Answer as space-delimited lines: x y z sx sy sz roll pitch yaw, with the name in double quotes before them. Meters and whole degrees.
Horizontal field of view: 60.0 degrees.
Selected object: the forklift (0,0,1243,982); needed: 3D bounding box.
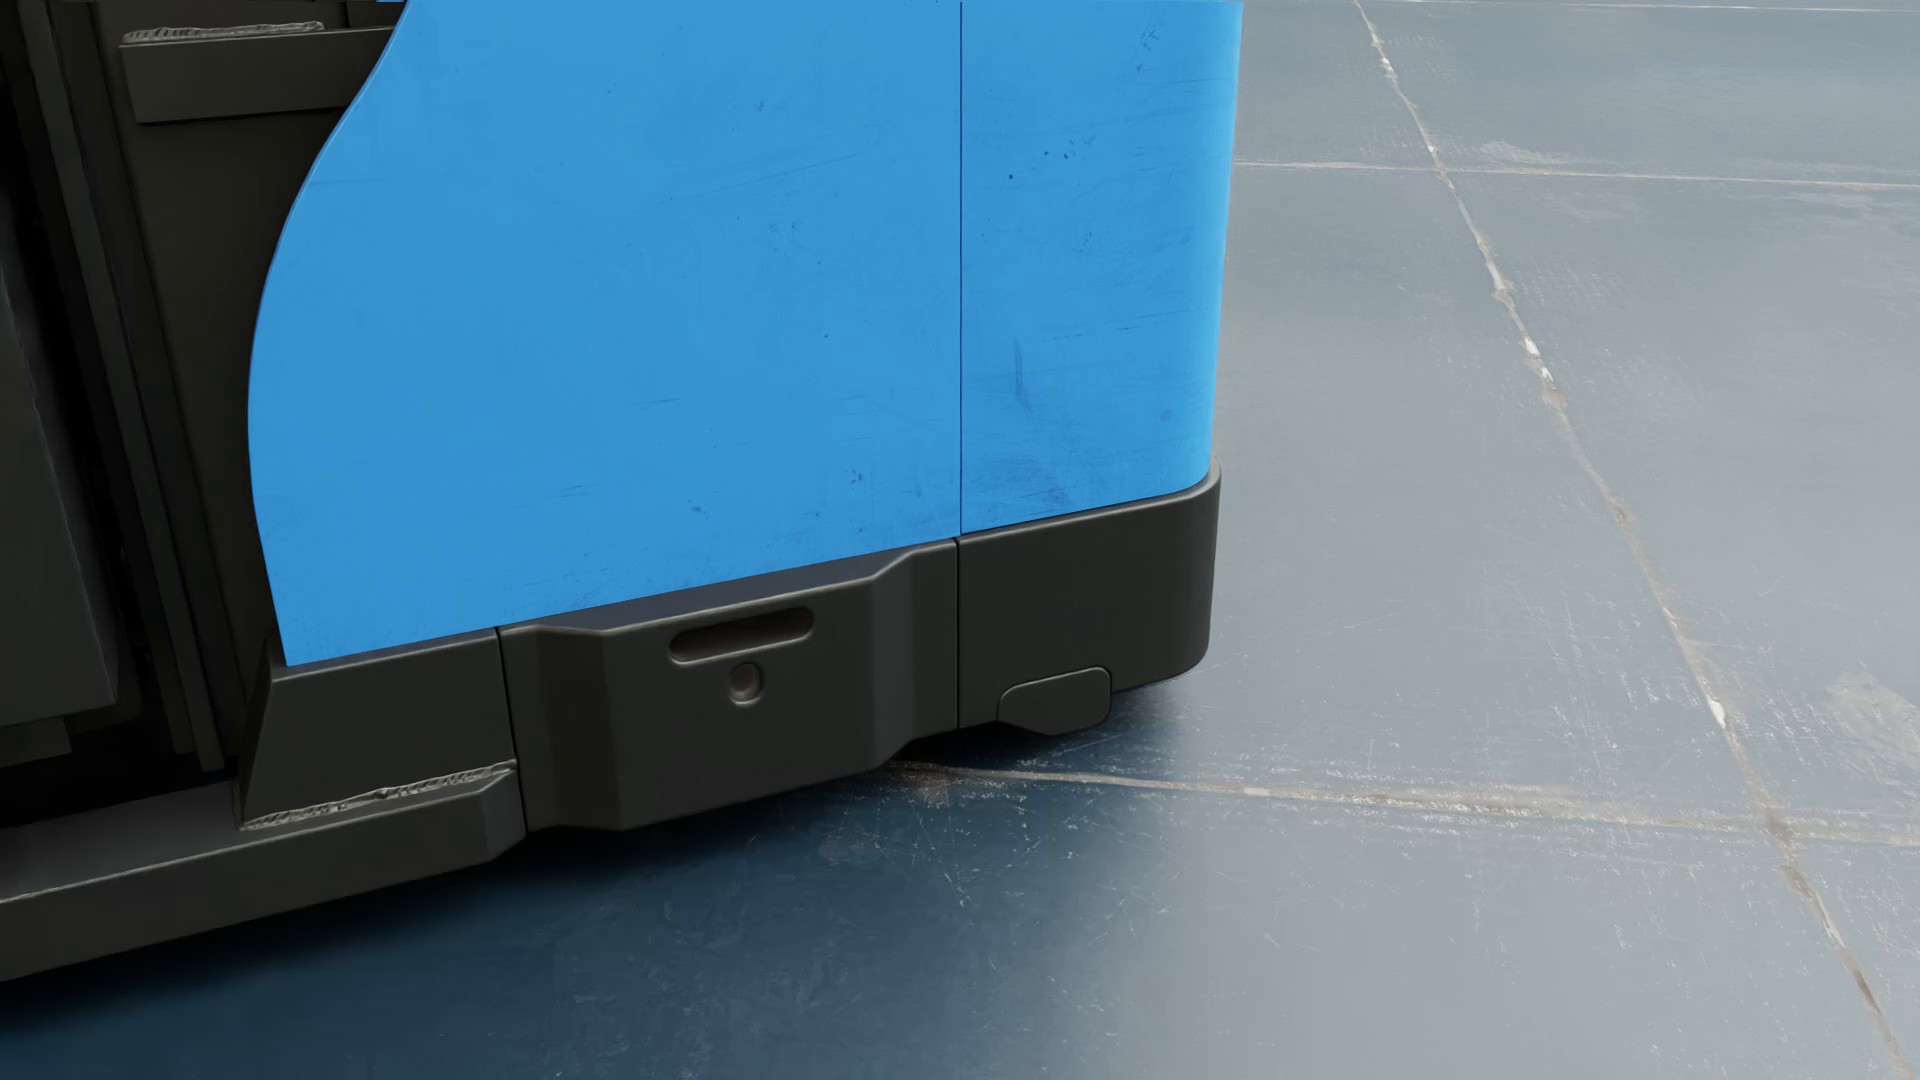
"forklift" -1.253 -1.040 1.302 3.031 2.935 1.130 -11 29 -21
